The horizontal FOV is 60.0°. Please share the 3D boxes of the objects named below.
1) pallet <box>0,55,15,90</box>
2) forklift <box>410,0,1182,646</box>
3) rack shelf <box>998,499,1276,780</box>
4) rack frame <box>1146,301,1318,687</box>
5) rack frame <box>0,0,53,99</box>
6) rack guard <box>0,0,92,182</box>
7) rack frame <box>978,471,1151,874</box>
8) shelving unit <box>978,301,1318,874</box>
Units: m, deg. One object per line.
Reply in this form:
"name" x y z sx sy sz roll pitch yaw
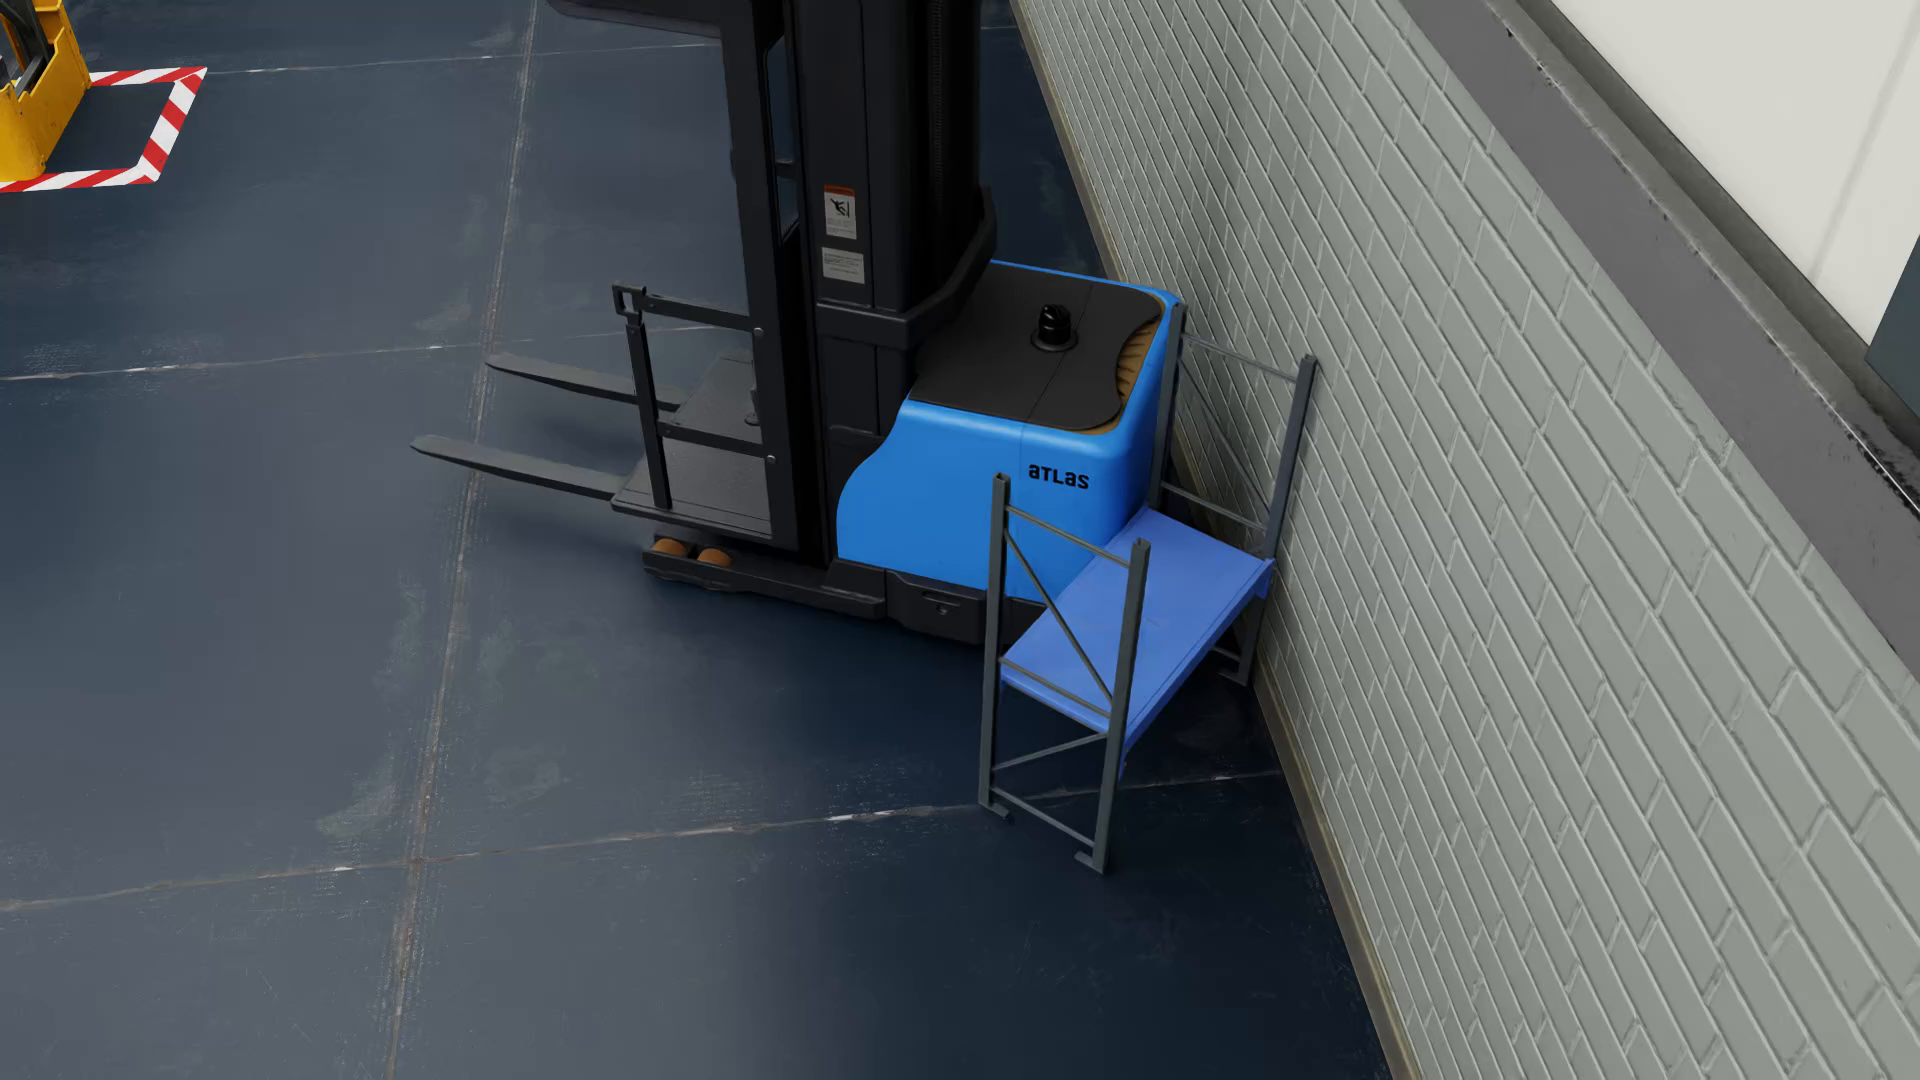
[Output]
"pallet" -6.009 -2.320 9.165 1.213 0.211 1.003 -5 42 -6
"forklift" -0.728 -1.211 5.905 3.031 2.935 1.130 12 43 13
"rack shelf" 0.578 0.303 5.541 0.538 0.185 1.000 26 49 24
"rack frame" 0.873 -0.111 5.721 0.500 1.500 0.032 26 49 24
"rack frame" -5.187 -3.402 8.282 0.127 3.000 1.000 -5 42 -6
"rack guard" -5.165 -2.484 9.131 0.348 0.500 1.175 -5 42 -6
"rack frame" 0.290 0.456 5.112 0.500 1.500 0.032 26 49 24
"shelving unit" 0.582 0.173 5.416 0.538 1.500 1.048 26 49 24
